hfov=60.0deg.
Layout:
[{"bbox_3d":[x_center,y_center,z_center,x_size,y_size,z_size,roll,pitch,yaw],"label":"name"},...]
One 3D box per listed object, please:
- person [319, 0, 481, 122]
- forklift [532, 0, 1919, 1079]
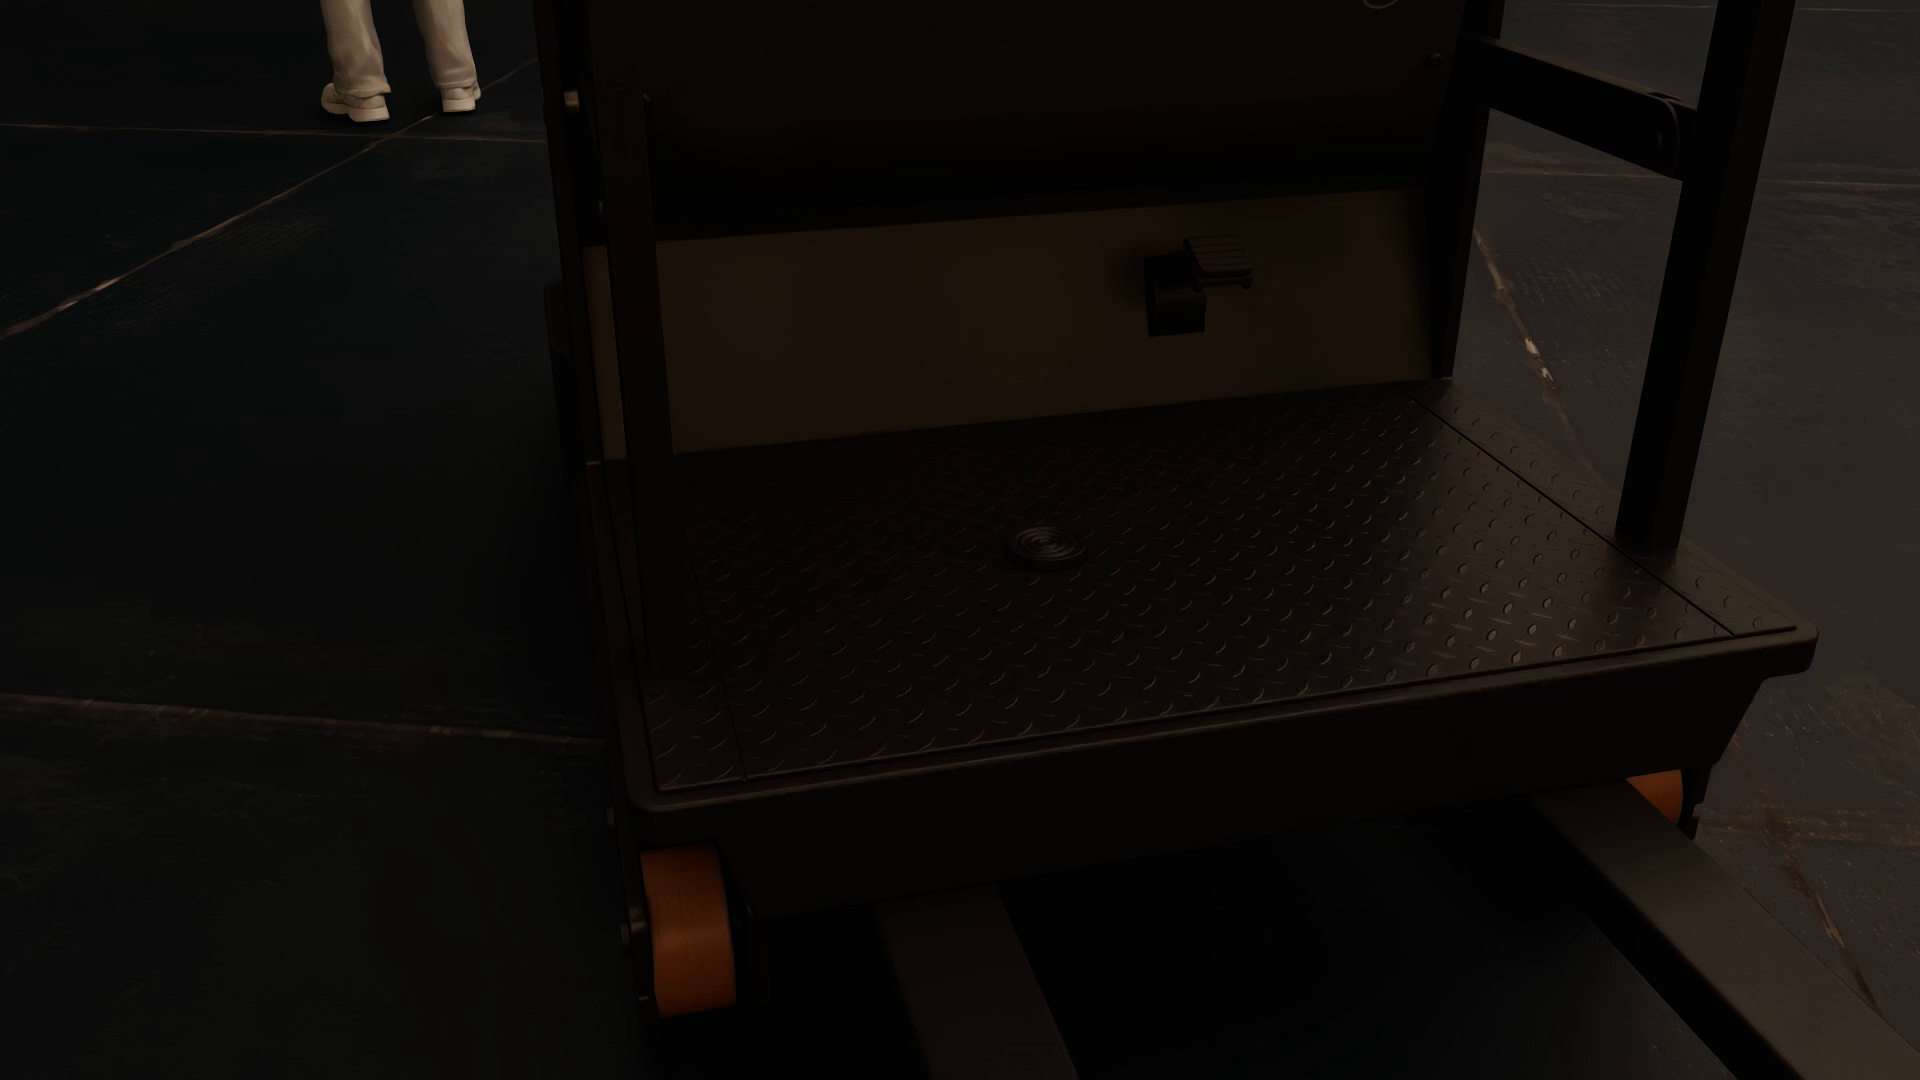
[{"bbox_3d":[-1.747,-2.122,4.770,0.644,1.772,0.436,-15,30,-28],"label":"person"},{"bbox_3d":[0.153,-1.049,1.319,1.130,2.935,3.031,-7,27,-13],"label":"forklift"}]
